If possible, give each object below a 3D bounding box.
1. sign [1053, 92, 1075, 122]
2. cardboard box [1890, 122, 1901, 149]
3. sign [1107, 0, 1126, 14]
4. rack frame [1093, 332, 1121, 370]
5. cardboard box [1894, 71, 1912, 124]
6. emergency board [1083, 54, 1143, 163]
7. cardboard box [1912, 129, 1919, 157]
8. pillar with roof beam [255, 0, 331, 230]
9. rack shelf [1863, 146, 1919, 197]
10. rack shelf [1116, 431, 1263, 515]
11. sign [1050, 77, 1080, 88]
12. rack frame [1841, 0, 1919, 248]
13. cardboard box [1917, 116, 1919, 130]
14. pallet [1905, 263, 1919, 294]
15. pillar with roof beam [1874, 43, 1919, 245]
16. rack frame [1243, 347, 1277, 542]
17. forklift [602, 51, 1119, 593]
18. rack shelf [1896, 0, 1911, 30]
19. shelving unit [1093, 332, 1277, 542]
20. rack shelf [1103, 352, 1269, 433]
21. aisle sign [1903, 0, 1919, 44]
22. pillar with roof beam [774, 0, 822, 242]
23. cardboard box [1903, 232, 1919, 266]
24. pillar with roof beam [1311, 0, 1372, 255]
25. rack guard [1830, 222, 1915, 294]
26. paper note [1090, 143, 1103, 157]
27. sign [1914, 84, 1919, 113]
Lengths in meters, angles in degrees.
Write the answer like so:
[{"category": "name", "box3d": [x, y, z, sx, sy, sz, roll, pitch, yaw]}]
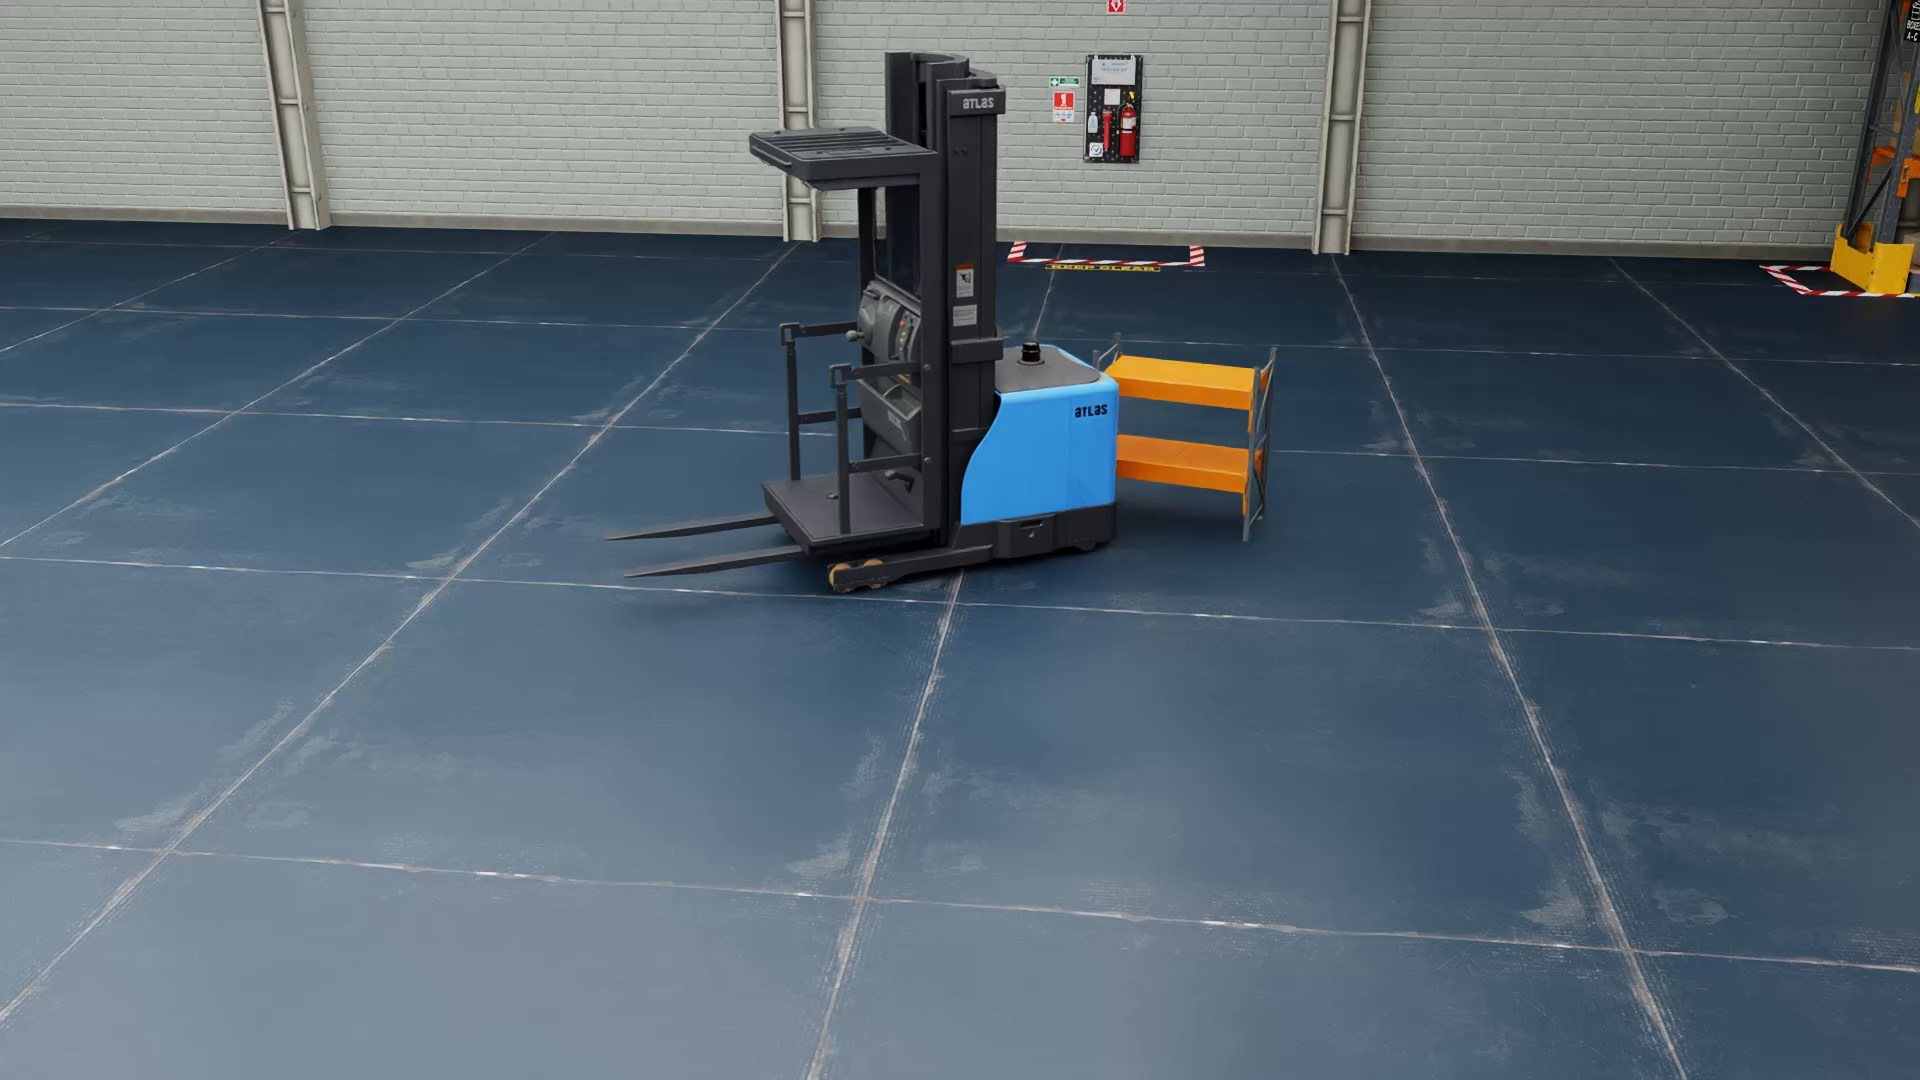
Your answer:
[{"category": "sign", "box3d": [1.154, -4.821, 18.506, 0.234, 0.329, 0.001, 2, 22, 6]}, {"category": "cardboard box", "box3d": [9.789, -4.067, 16.824, 0.500, 0.250, 0.500, 3, 22, 7]}, {"category": "sign", "box3d": [1.695, -5.858, 18.023, 0.199, 0.298, 0.001, 2, 22, 6]}, {"category": "rack frame", "box3d": [0.936, -0.737, 10.775, 0.032, 1.125, 0.500, 8, 23, 20]}, {"category": "cardboard box", "box3d": [9.795, -4.422, 16.703, 0.500, 0.500, 0.500, 2, 22, 6]}, {"category": "emergency board", "box3d": [1.691, -4.743, 18.357, 0.643, 1.169, 0.194, 2, 22, 6]}, {"category": "cardboard box", "box3d": [9.749, -3.879, 16.349, 0.500, 0.250, 0.500, 2, 22, 5]}, {"category": "pillar with roof beam", "box3d": [-8.283, -6.359, 14.286, 0.400, 9.000, 9.100, 2, 22, 6]}, {"category": "rack shelf", "box3d": [11.288, -3.656, 16.585, 4.000, 0.370, 1.077, 2, 22, 6]}, {"category": "rack shelf", "box3d": [1.407, -0.441, 10.689, 1.000, 0.278, 0.538, 8, 23, 20]}, {"category": "sign", "box3d": [1.157, -5.064, 18.400, 0.331, 0.109, 0.001, 2, 22, 6]}, {"category": "rack frame", "box3d": [9.302, -4.077, 16.672, 0.127, 3.000, 1.000, 2, 22, 6]}, {"category": "cardboard box", "box3d": [9.741, -4.235, 16.228, 0.500, 0.500, 0.500, 3, 22, 6]}, {"category": "pallet", "box3d": [10.180, -2.729, 17.055, 1.213, 0.211, 1.003, 2, 22, 6]}, {"category": "pillar with roof beam", "box3d": [9.592, -5.581, 12.316, 0.400, 9.000, 9.100, 2, 22, 6]}, {"category": "rack frame", "box3d": [1.879, -0.598, 10.423, 0.032, 1.125, 0.500, 8, 23, 20]}, {"category": "forklift", "box3d": [-0.601, -1.274, 9.677, 3.031, 2.935, 1.130, -8, 23, -20]}, {"category": "rack shelf", "box3d": [11.288, -5.051, 16.034, 4.000, 0.370, 1.077, 2, 22, 6]}, {"category": "shelving unit", "box3d": [1.407, -0.668, 10.599, 1.048, 1.125, 0.538, 8, 23, 20]}, {"category": "rack shelf", "box3d": [1.407, -0.940, 10.492, 1.000, 0.278, 0.538, 8, 23, 20]}, {"category": "aisle sign", "box3d": [9.195, -5.179, 15.925, 0.004, 0.787, 0.394, 2, 22, 6]}, {"category": "pillar with roof beam", "box3d": [-2.324, -6.100, 13.629, 0.400, 9.000, 9.100, 2, 22, 6]}, {"category": "cardboard box", "box3d": [9.978, -2.968, 16.927, 0.500, 0.311, 0.500, 0, 22, 0]}, {"category": "pillar with roof beam", "box3d": [3.634, -5.840, 12.972, 0.400, 9.000, 9.100, 2, 22, 6]}, {"category": "rack guard", "box3d": [9.377, -2.911, 17.123, 0.348, 0.500, 1.175, 2, 22, 6]}, {"category": "paper note", "box3d": [1.523, -4.366, 18.602, 0.142, 0.148, 0.016, 2, 22, 6]}, {"category": "sign", "box3d": [9.238, -4.281, 16.012, 0.005, 0.325, 0.100, 2, 22, 6]}]
